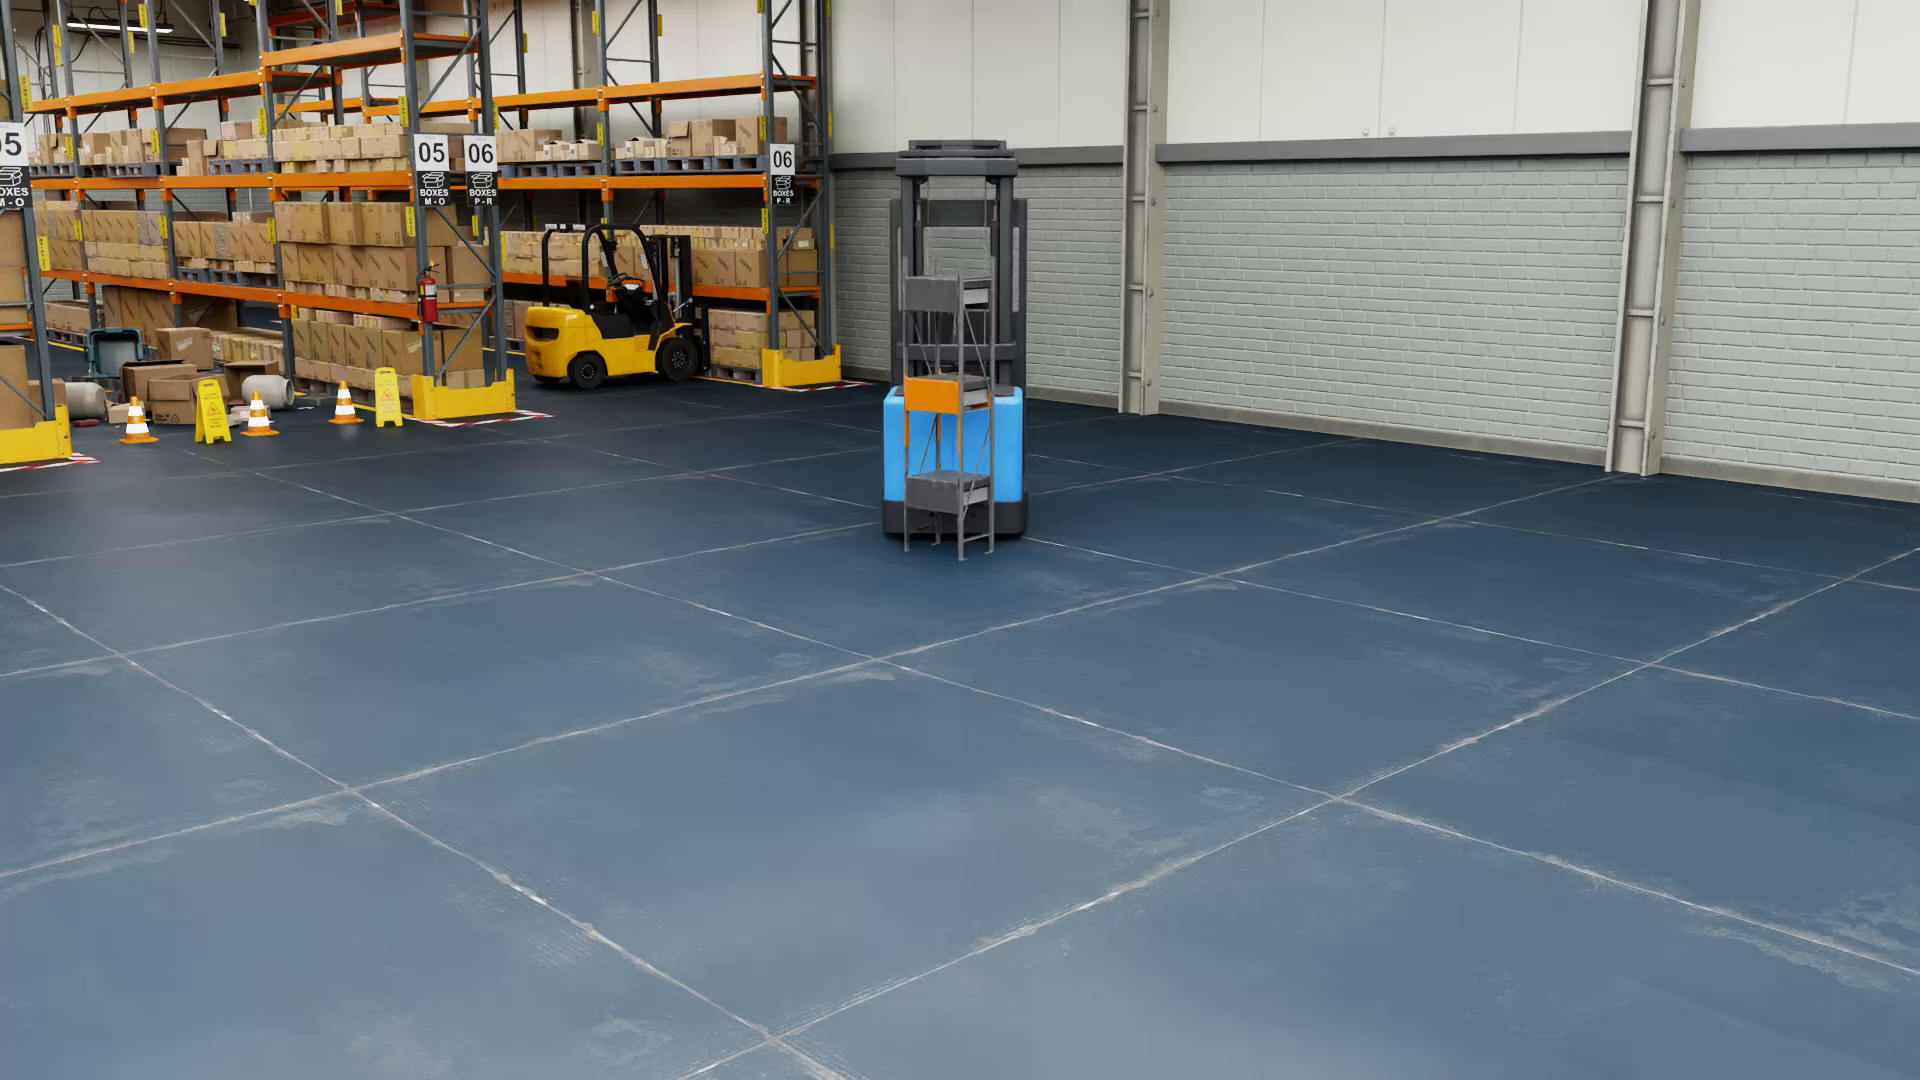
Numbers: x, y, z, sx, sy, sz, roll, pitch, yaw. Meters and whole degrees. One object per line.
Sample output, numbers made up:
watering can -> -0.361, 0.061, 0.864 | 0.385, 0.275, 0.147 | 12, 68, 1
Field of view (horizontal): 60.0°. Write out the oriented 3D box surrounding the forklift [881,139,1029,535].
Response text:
forklift -> -0.003, -1.719, 13.493 | 1.130, 2.935, 3.031 | 0, 12, 2

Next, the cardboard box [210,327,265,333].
cardboard box -> -10.916, -2.941, 24.725 | 0.625, 0.372, 0.950 | 10, 16, 41

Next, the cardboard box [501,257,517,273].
cardboard box -> -7.238, -4.552, 27.445 | 0.500, 0.250, 0.500 | -11, 16, -44

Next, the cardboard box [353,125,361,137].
cardboard box -> -7.024, -4.884, 19.897 | 0.250, 0.149, 0.380 | 11, 16, 44

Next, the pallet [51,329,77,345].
pallet -> -15.376, -3.624, 29.480 | 1.003, 0.211, 1.213 | -11, 16, -43

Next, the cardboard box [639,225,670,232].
cardboard box -> -4.515, -4.578, 24.605 | 0.380, 0.149, 0.250 | -11, 16, -44

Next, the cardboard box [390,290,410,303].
cardboard box -> -6.442, -2.862, 19.492 | 0.380, 0.149, 0.250 | -11, 16, -43

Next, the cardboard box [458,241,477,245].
cardboard box -> -8.674, -5.040, 28.770 | 0.500, 0.250, 0.500 | 11, 16, 42

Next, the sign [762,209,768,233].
sign -> -2.589, -4.240, 22.104 | 0.100, 0.325, 0.005 | -11, 16, -43

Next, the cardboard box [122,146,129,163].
cardboard box -> -12.503, -5.868, 25.316 | 0.258, 0.266, 0.396 | 11, 16, 44

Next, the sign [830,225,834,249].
sign -> -1.781, -4.170, 22.878 | 0.100, 0.325, 0.005 | -11, 16, -43

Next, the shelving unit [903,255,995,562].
shelving unit -> -0.077, -0.936, 11.753 | 0.503, 2.100, 0.431 | 9, 14, 36

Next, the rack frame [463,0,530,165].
rack frame -> -7.711, -7.737, 27.663 | 1.000, 3.000, 0.127 | -11, 16, -43

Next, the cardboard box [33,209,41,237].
cardboard box -> -15.975, -5.554, 29.212 | 0.500, 0.500, 0.500 | -11, 16, -43

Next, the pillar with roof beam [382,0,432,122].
pillar with roof beam -> -13.416, -7.948, 28.688 | 9.100, 9.000, 0.548 | -11, 16, -43

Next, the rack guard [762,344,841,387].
rack guard -> -2.170, -2.403, 22.837 | 1.175, 0.500, 0.348 | -11, 16, -43

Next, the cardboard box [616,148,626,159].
cardboard box -> -4.859, -5.708, 24.582 | 0.380, 0.149, 0.250 | -10, 16, -41

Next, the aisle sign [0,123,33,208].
aisle sign -> -9.018, -3.539, 15.713 | 0.394, 0.787, 0.004 | -11, 16, -43

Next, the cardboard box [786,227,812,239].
cardboard box -> -2.264, -4.222, 22.879 | 0.380, 0.149, 0.250 | -11, 16, -44

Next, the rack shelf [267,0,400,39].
rack shelf -> -11.855, -9.888, 31.651 | 1.077, 0.370, 4.000 | -11, 16, -43

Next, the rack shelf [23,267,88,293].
rack shelf -> -15.442, -4.630, 29.232 | 1.077, 0.370, 4.000 | -11, 16, -43

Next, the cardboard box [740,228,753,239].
cardboard box -> -2.779, -4.198, 22.761 | 0.380, 0.149, 0.250 | -11, 16, -42

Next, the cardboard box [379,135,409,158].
cardboard box -> -6.322, -4.517, 19.104 | 0.500, 0.250, 0.500 | -11, 16, -43

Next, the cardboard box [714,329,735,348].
cardboard box -> -3.087, -2.837, 23.282 | 0.500, 0.250, 0.500 | -11, 16, -43

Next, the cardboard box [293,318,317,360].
cardboard box -> -8.324, -2.625, 21.634 | 0.500, 0.500, 0.500 | -10, 15, -40

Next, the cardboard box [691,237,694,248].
cardboard box -> -3.640, -4.242, 23.712 | 0.380, 0.149, 0.250 | -11, 16, -43

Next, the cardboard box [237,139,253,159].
cardboard box -> -9.390, -5.263, 22.423 | 0.500, 0.250, 0.500 | -11, 16, -42

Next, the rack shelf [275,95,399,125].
rack shelf -> -11.855, -8.259, 31.987 | 1.077, 0.370, 4.000 | -11, 16, -43

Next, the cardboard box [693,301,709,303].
cardboard box -> -4.108, -3.447, 25.003 | 0.500, 0.250, 0.500 | -11, 16, -43

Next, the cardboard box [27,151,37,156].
cardboard box -> -16.448, -6.871, 29.978 | 0.500, 0.250, 0.500 | 10, 15, 40

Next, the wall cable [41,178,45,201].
wall cable -> -19.717, -6.790, 35.419 | 0.588, 1.984, 0.122 | -11, 16, -43

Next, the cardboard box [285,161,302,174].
cardboard box -> -8.360, -4.743, 21.186 | 0.380, 0.149, 0.250 | -11, 16, -42

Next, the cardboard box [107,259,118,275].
cardboard box -> -13.247, -4.363, 26.528 | 0.500, 0.250, 0.500 | -11, 16, -43

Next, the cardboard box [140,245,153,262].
cardboard box -> -12.174, -4.387, 25.405 | 0.500, 0.250, 0.500 | 11, 16, 44

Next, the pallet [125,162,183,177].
pallet -> -11.782, -5.569, 25.045 | 1.213, 0.211, 1.003 | -10, 15, -40

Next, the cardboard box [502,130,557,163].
cardboard box -> -6.967, -6.372, 26.936 | 0.700, 0.500, 0.500 | -11, 16, -44

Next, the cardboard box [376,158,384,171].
cardboard box -> -6.577, -4.373, 19.393 | 0.380, 0.149, 0.250 | -10, 15, -41

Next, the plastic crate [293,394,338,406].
plastic crate -> -8.045, -1.749, 20.703 | 0.583, 0.080, 0.402 | 6, 13, 26

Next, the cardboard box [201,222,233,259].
cardboard box -> -10.419, -4.257, 23.615 | 0.500, 0.500, 0.500 | -11, 16, -42

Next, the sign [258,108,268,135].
sign -> -8.935, -5.360, 21.303 | 0.100, 0.325, 0.005 | -11, 16, -43

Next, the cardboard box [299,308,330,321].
cardboard box -> -8.281, -2.916, 21.440 | 0.380, 0.149, 0.250 | -11, 16, -42

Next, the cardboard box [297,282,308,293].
cardboard box -> -8.339, -3.279, 21.517 | 0.380, 0.149, 0.250 | -10, 15, -41

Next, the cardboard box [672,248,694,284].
cardboard box -> -3.777, -3.939, 23.848 | 0.500, 0.500, 0.500 | -11, 16, -42

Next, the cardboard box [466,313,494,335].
cardboard box -> -8.159, -3.812, 28.633 | 0.500, 0.500, 0.500 | -10, 15, -41

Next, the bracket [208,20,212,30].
bracket -> -16.626, -11.543, 37.220 | 0.235, 0.232, 0.430 | -11, 16, -43

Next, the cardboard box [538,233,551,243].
cardboard box -> -6.488, -4.811, 26.472 | 0.250, 0.149, 0.380 | 11, 16, 44

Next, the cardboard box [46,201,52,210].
cardboard box -> -15.522, -5.776, 28.681 | 0.380, 0.149, 0.250 | -11, 16, -43

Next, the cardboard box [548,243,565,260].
cardboard box -> -6.182, -4.572, 26.300 | 0.500, 0.250, 0.500 | -10, 16, -41

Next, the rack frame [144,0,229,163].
rack frame -> -11.299, -7.045, 24.303 | 1.000, 3.000, 0.127 | -11, 16, -43

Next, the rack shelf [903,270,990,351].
rack shelf -> -0.077, -1.609, 11.615 | 0.480, 0.518, 0.431 | 9, 14, 36

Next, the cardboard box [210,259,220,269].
cardboard box -> -10.484, -3.956, 23.761 | 0.380, 0.149, 0.250 | -10, 15, -39
